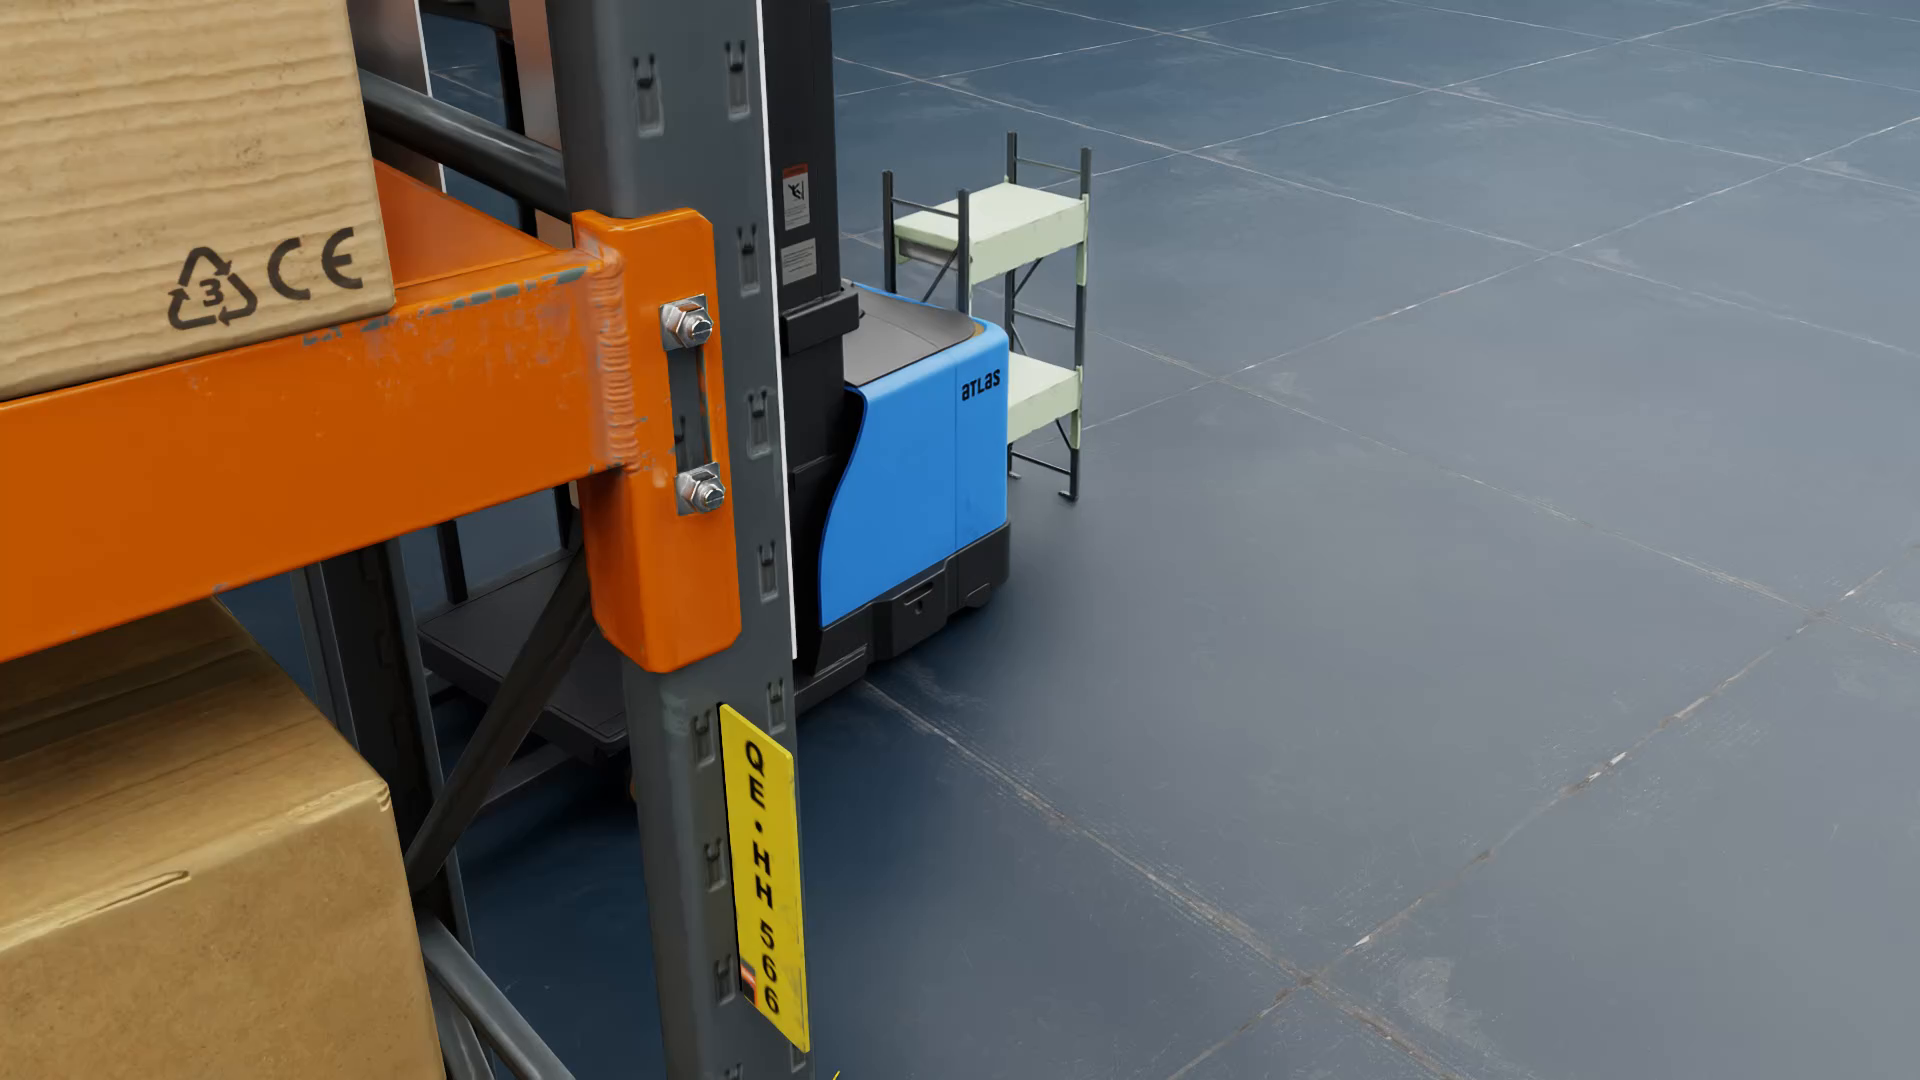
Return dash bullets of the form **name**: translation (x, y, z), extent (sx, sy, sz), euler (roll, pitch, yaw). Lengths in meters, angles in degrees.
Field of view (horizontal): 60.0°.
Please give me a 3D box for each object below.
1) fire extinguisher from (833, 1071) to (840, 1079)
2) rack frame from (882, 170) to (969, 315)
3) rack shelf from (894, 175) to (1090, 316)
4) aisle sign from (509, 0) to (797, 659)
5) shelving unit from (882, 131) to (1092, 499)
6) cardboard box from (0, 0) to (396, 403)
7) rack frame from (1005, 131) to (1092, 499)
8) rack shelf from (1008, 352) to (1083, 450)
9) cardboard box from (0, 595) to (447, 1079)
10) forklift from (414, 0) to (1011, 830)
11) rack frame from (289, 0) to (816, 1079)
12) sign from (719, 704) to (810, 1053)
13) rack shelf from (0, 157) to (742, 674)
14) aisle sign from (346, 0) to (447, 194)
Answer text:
- **fire extinguisher**: translation (-0.127, 0.908, 1.950), extent (0.183, 0.674, 0.296), euler (-22, 35, -35)
- **rack frame**: translation (-0.126, -0.635, 6.348), extent (0.400, 1.500, 0.023), euler (22, 35, 35)
- **rack shelf**: translation (0.110, -1.111, 6.410), extent (0.431, 0.370, 0.720), euler (22, 35, 35)
- **aisle sign**: translation (-0.272, -0.314, 1.397), extent (0.004, 0.787, 0.394), euler (-22, 35, -35)
- **shelving unit**: translation (0.110, -0.767, 6.594), extent (0.431, 1.500, 0.755), euler (22, 35, 35)
- **cardboard box**: translation (-0.715, -0.275, 1.058), extent (0.500, 0.250, 0.500), euler (-21, 35, -34)
- **rack frame**: translation (0.347, -0.899, 6.840), extent (0.400, 1.500, 0.023), euler (22, 35, 35)
- **rack shelf**: translation (0.110, -0.479, 6.747), extent (0.431, 0.370, 0.720), euler (22, 35, 35)
- **cardboard box**: translation (-0.772, 0.384, 1.366), extent (0.500, 0.500, 0.500), euler (-22, 35, -35)
- **forklift**: translation (-1.142, -0.716, 4.981), extent (1.130, 2.935, 3.031), euler (22, 35, 35)
- **rack frame**: translation (-0.516, 0.743, 2.178), extent (0.053, 2.616, 0.949), euler (-22, 35, -35)
- **sign**: translation (-0.169, 0.299, 1.445), extent (0.005, 0.325, 0.100), euler (-22, 35, -35)
- **rack shelf**: translation (-2.035, 0.350, 0.494), extent (4.000, 0.370, 1.077), euler (-22, 35, -35)
- **aisle sign**: translation (-0.661, -0.529, 1.800), extent (0.004, 0.787, 0.394), euler (-22, 35, -35)
